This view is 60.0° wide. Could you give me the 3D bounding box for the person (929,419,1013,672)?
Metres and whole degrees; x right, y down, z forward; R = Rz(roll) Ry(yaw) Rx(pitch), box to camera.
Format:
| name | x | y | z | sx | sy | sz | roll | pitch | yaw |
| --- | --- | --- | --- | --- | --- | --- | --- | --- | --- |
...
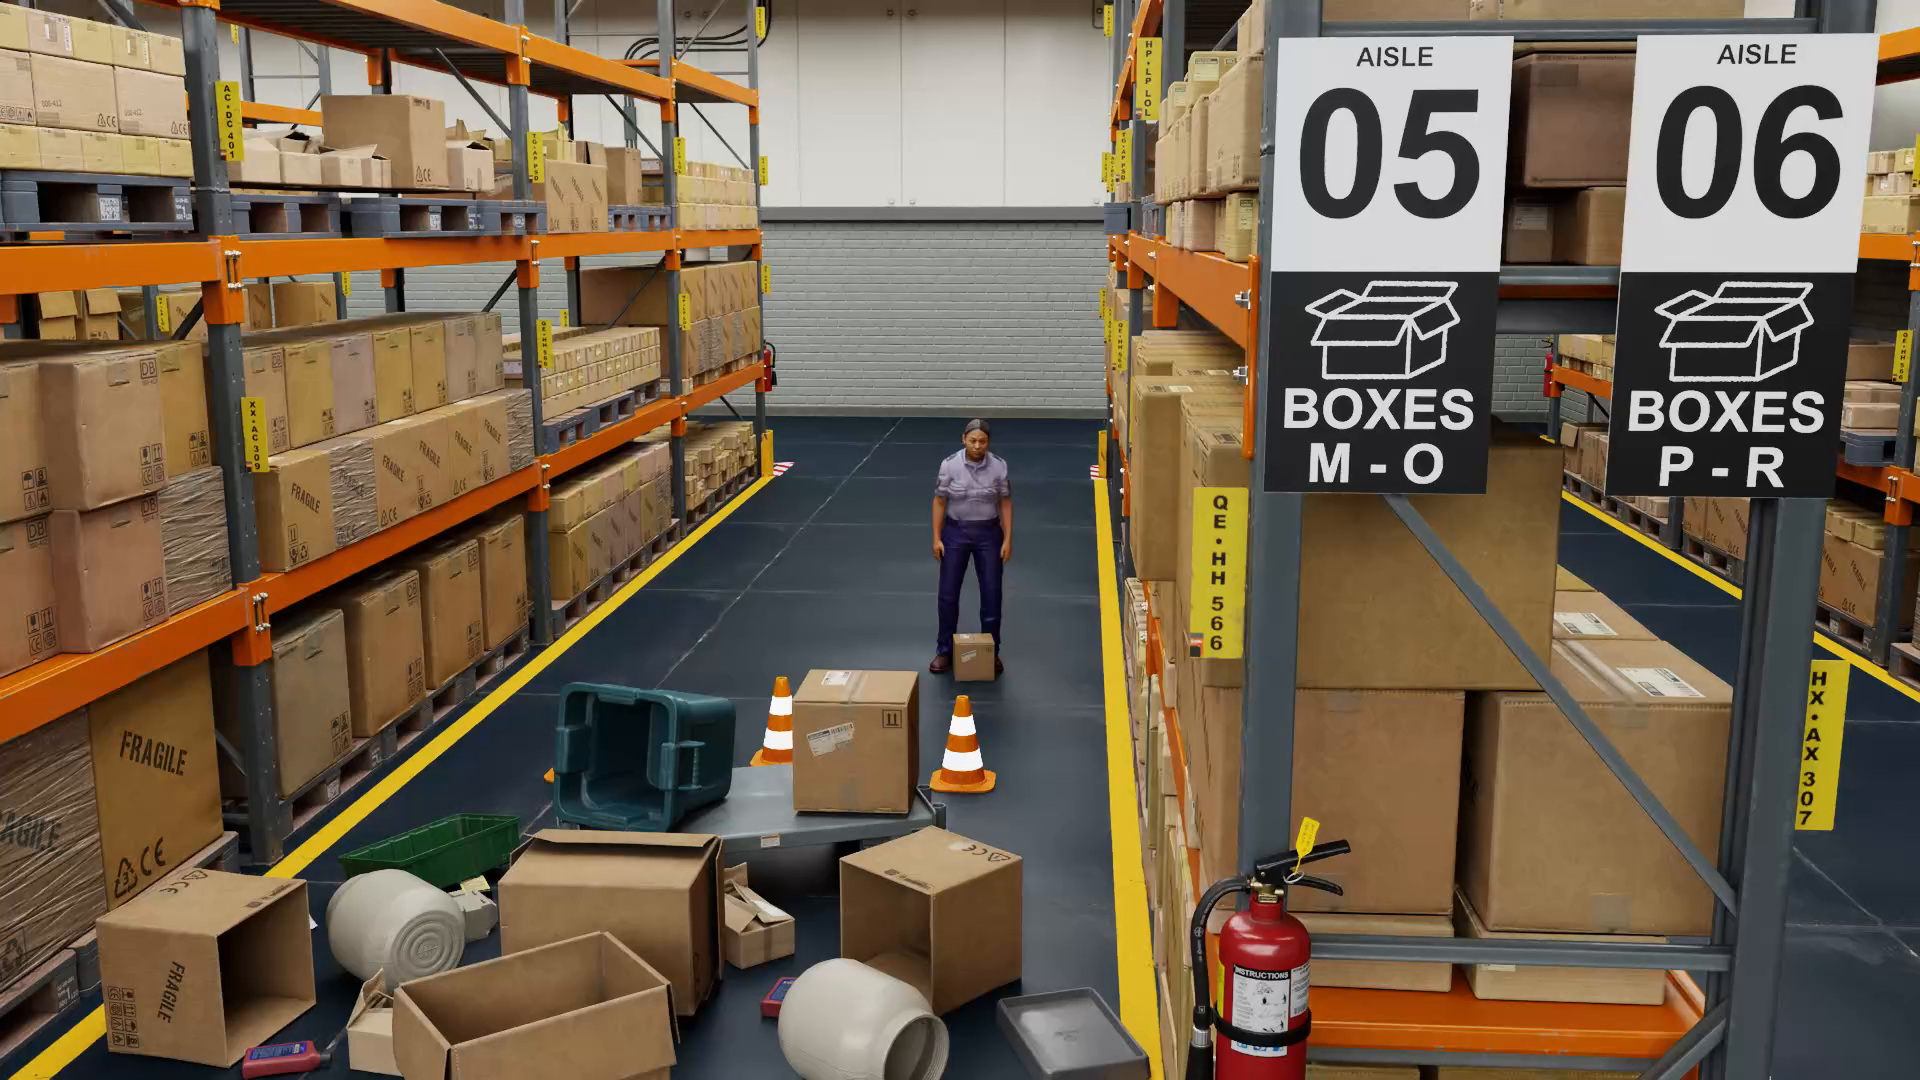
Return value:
| name | x | y | z | sx | sy | sz | roll | pitch | yaw |
| --- | --- | --- | --- | --- | --- | --- | --- | --- | --- |
| person | 0.071 | 0.023 | 10.835 | 0.550 | 1.649 | 0.375 | 0 | 11 | -2 |
